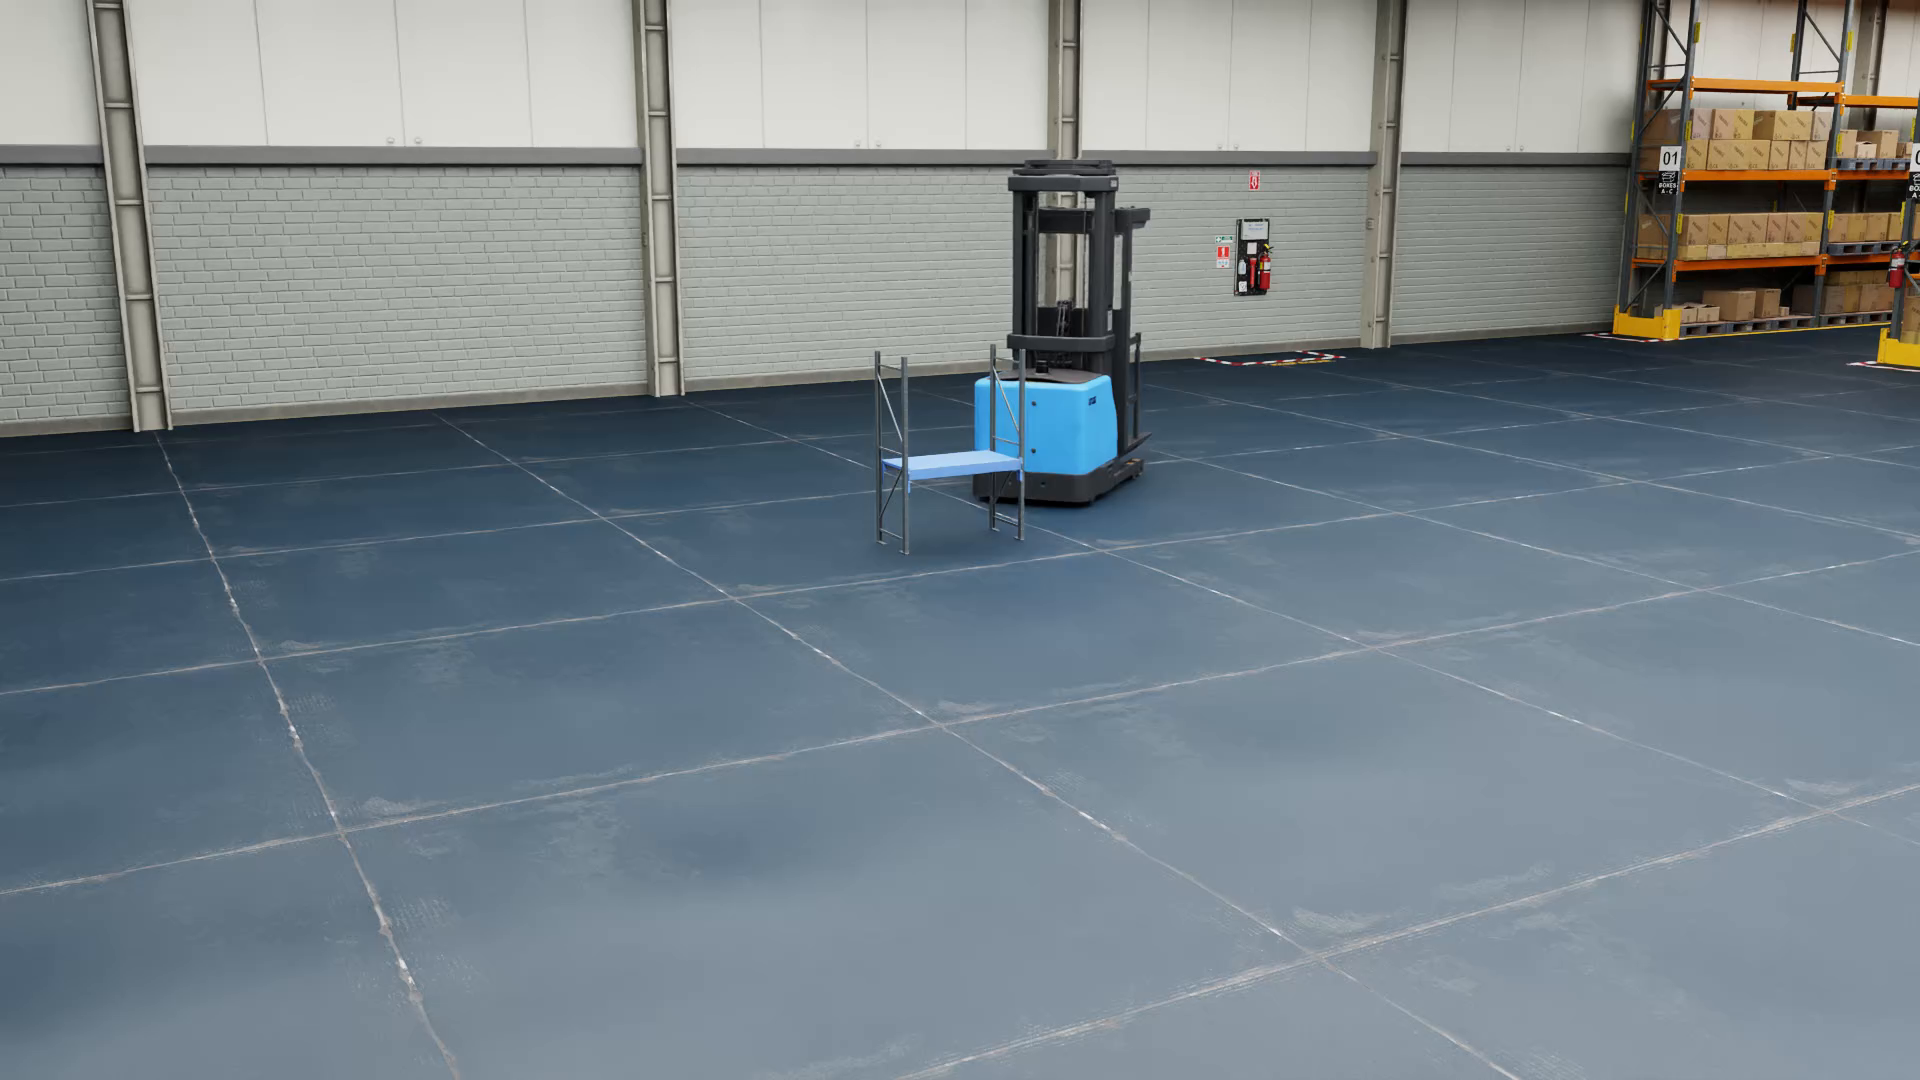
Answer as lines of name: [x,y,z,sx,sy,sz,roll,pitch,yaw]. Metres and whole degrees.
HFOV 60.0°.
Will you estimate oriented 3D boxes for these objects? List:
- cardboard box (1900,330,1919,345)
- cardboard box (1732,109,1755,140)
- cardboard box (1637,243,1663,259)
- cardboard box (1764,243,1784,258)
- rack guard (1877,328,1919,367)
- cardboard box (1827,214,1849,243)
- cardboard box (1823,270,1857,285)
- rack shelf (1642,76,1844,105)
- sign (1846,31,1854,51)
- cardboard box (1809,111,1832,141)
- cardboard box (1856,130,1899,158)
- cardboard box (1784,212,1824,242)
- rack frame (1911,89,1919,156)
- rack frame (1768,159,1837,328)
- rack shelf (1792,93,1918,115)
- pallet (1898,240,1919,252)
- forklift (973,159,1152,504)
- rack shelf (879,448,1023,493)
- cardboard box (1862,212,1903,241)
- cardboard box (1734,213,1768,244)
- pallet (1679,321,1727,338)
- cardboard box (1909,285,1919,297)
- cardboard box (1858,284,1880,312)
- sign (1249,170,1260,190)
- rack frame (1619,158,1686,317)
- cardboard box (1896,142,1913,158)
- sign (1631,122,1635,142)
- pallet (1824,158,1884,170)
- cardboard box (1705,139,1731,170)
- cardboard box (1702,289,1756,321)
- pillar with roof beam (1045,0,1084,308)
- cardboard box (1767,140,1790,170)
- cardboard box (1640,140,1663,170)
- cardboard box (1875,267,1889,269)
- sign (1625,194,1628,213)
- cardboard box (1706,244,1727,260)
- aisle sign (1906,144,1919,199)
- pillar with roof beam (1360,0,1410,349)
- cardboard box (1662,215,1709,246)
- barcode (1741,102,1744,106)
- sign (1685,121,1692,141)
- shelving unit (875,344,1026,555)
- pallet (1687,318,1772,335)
cardboard box: [14.519,-3.017,24.987,0.500,0.250,0.500,-7,14,-28]
cardboard box: [13.177,-7.097,28.428,0.500,0.500,0.500,-6,14,-26]
cardboard box: [12.131,-5.017,28.867,0.500,0.250,0.500,-7,14,-27]
cardboard box: [14.178,-5.136,29.397,0.500,0.250,0.500,-7,14,-28]
rack guard: [14.169,-2.818,24.491,0.348,0.500,1.175,-7,14,-28]
cardboard box: [15.787,-5.725,30.487,0.500,0.500,0.700,-7,14,-28]
cardboard box: [16.347,-4.903,31.049,0.500,0.250,0.500,-7,15,-29]
rack shelf: [13.569,-7.779,28.824,4.000,0.370,1.077,-7,14,-28]
sign: [15.568,-8.729,29.095,0.005,0.325,0.100,-7,14,-28]
cardboard box: [15.015,-7.320,29.419,0.500,0.500,0.500,-8,15,-33]
cardboard box: [16.925,-7.304,30.715,0.500,0.500,0.500,-7,15,-30]
cardboard box: [15.058,-5.608,29.784,0.500,0.500,0.500,-7,14,-28]
rack frame: [14.190,-6.967,23.569,0.127,3.000,1.000,-7,14,-28]
rack frame: [15.324,-5.415,30.338,0.127,3.000,1.000,-7,14,-28]
rack shelf: [17.080,-8.006,30.737,4.000,0.370,1.077,-7,14,-28]
pallet: [18.261,-5.647,31.804,1.003,0.211,1.213,-7,14,-28]
forklift: [1.107,-2.024,15.426,1.130,2.935,3.031,5,14,20]
rack shelf: [-0.075,-0.547,12.944,1.000,0.185,0.538,-7,14,-28]
cardboard box: [17.345,-5.912,31.319,0.500,0.500,0.700,-7,14,-28]
cardboard box: [13.719,-5.449,29.076,0.500,0.500,0.500,-6,14,-26]
pallet: [12.610,-3.720,29.159,1.213,0.211,1.003,-7,14,-28]
cardboard box: [18.228,-4.745,32.053,0.500,0.500,0.700,-7,14,-27]
cardboard box: [16.859,-4.601,31.411,0.500,0.500,0.700,-7,14,-27]
sign: [4.505,-5.500,25.436,0.199,0.298,0.001,-7,14,-28]
rack frame: [11.813,-4.994,28.468,0.127,3.000,1.000,-7,14,-28]
cardboard box: [17.653,-7.241,31.338,0.637,0.503,0.797,-5,14,-20]
sign: [11.565,-6.998,28.526,0.005,0.325,0.100,-7,14,-28]
pallet: [15.917,-6.831,30.227,1.003,0.211,1.213,-7,14,-28]
cardboard box: [12.715,-6.553,28.288,0.500,0.500,0.500,-6,14,-24]
cardboard box: [13.632,-4.172,29.507,0.500,0.500,0.700,-8,15,-31]
pillar with roof beam: [3.543,-6.069,19.581,0.400,9.000,9.100,-7,14,-28]
cardboard box: [14.081,-6.720,29.031,0.500,0.500,0.500,-7,15,-30]
cardboard box: [12.058,-6.609,28.538,0.500,0.500,0.500,-6,14,-24]
cardboard box: [17.698,-5.063,31.758,0.500,0.250,0.500,-7,14,-27]
sign: [11.565,-5.822,28.791,0.005,0.325,0.100,-7,14,-28]
cardboard box: [12.843,-4.978,28.694,0.500,0.250,0.500,-7,15,-30]
aisle sign: [13.992,-5.358,24.163,0.004,0.787,0.394,-7,14,-28]
pillar with roof beam: [8.810,-6.700,22.386,0.400,9.000,9.100,-7,14,-28]
cardboard box: [12.376,-5.289,28.366,0.500,0.500,0.500,-7,14,-28]
barcode: [13.898,-7.742,29.518,0.075,0.075,0.001,-7,14,-28]
sign: [12.074,-6.779,27.578,0.005,0.325,0.100,-7,14,-28]
shelving unit: [-0.075,-0.723,12.905,1.048,1.500,0.538,-7,14,-28]
pallet: [13.680,-3.848,29.726,1.213,0.211,1.003,-7,14,-28]
